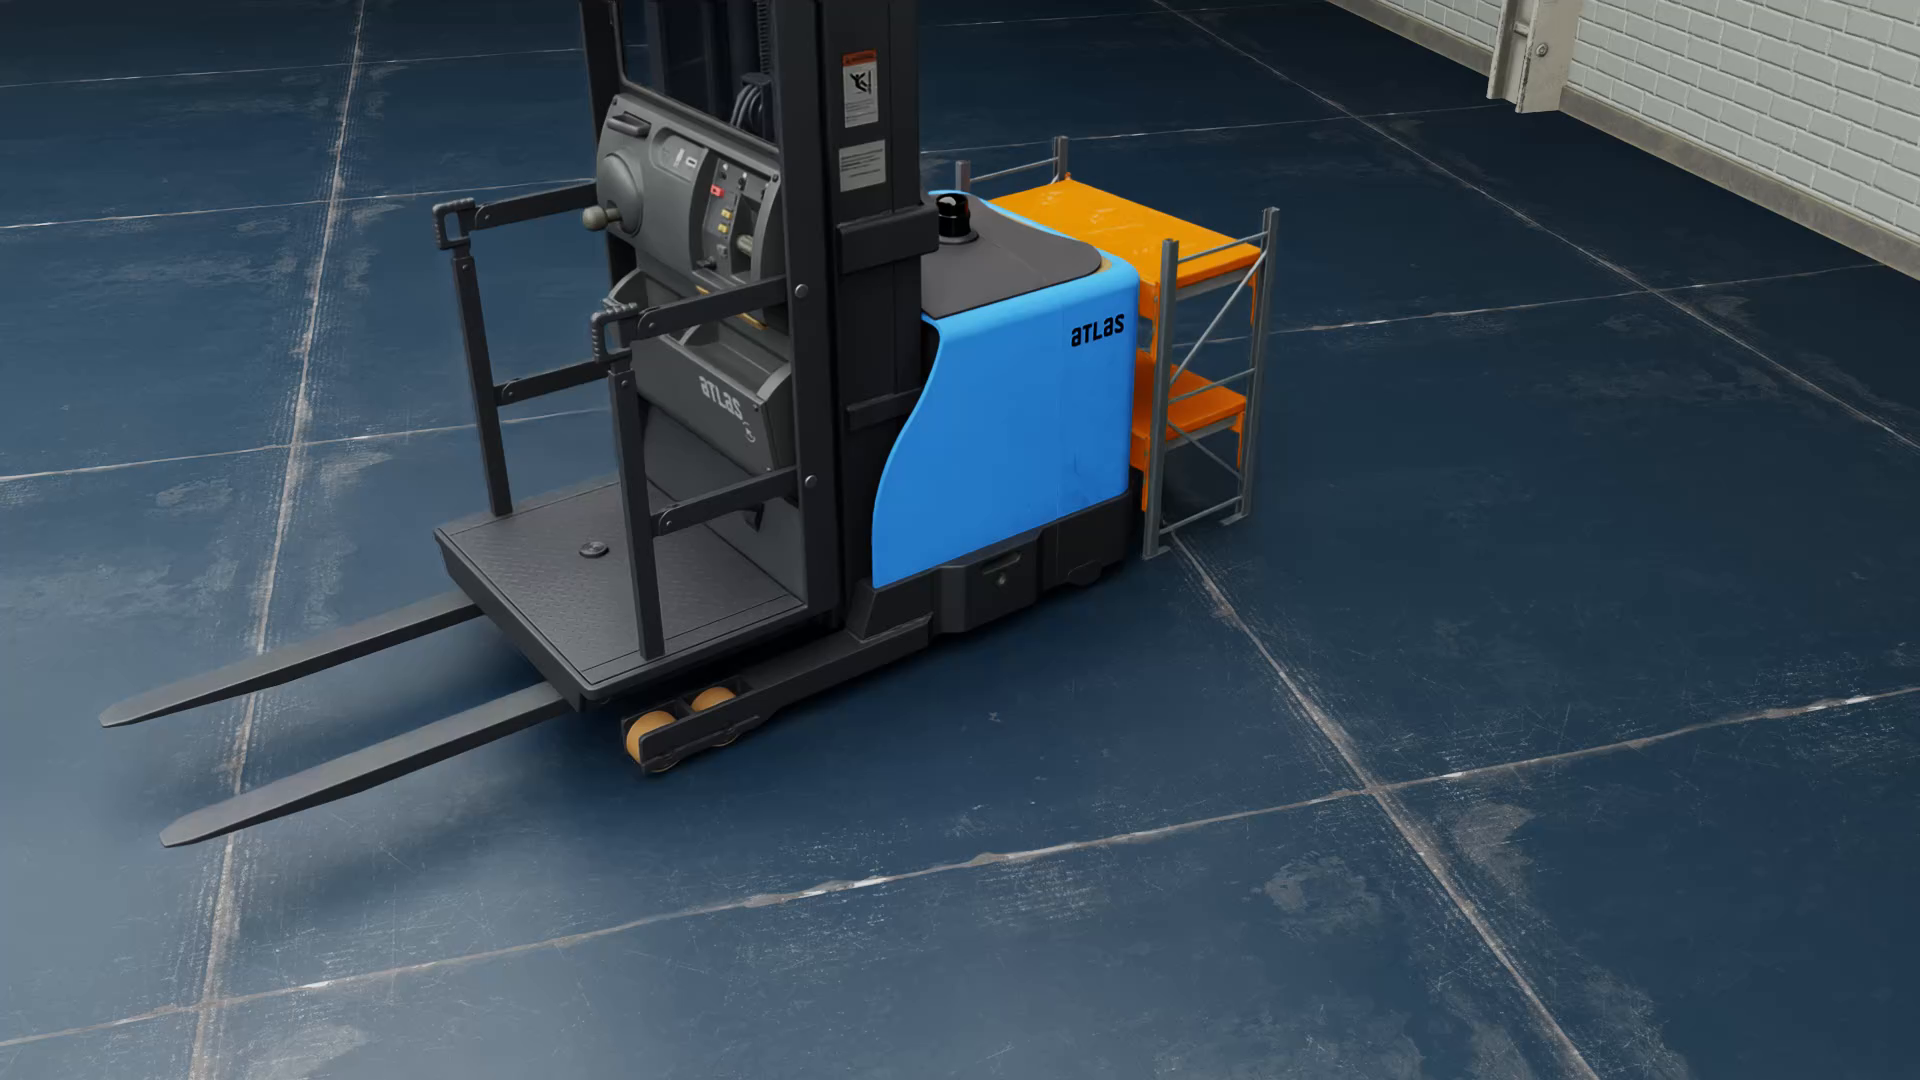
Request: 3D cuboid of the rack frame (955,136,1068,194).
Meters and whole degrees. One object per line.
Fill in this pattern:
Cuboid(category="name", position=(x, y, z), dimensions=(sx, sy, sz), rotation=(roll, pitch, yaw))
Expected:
Cuboid(category="rack frame", position=(0.188, -0.900, 6.182), dimensions=(0.500, 1.125, 0.032), rotation=(-22, 37, -33))

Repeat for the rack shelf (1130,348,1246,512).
Cuboid(category="rack shelf", position=(0.506, -0.489, 5.961), dimensions=(0.538, 0.278, 1.000), rotation=(-22, 37, -33))

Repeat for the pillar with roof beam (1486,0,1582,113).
Cuboid(category="pillar with roof beam", position=(-0.579, -6.090, 7.288), dimensions=(9.100, 9.000, 0.400), rotation=(-8, 31, -13))

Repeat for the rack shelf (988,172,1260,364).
Cuboid(category="rack shelf", position=(0.506, -0.954, 5.691), dimensions=(0.538, 0.278, 1.000), rotation=(-22, 37, -33))

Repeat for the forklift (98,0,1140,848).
Cuboid(category="forklift", position=(-0.917, -0.923, 4.419), dimensions=(3.031, 2.935, 1.130), rotation=(-21, 36, -31))

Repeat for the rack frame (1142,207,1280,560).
Cuboid(category="rack frame", position=(0.823, -0.502, 5.494), dimensions=(0.500, 1.125, 0.032), rotation=(-22, 37, -33))

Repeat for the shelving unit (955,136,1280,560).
Cuboid(category="shelving unit", position=(0.506, -0.701, 5.838), dimensions=(0.538, 1.125, 1.048), rotation=(-22, 37, -33))
